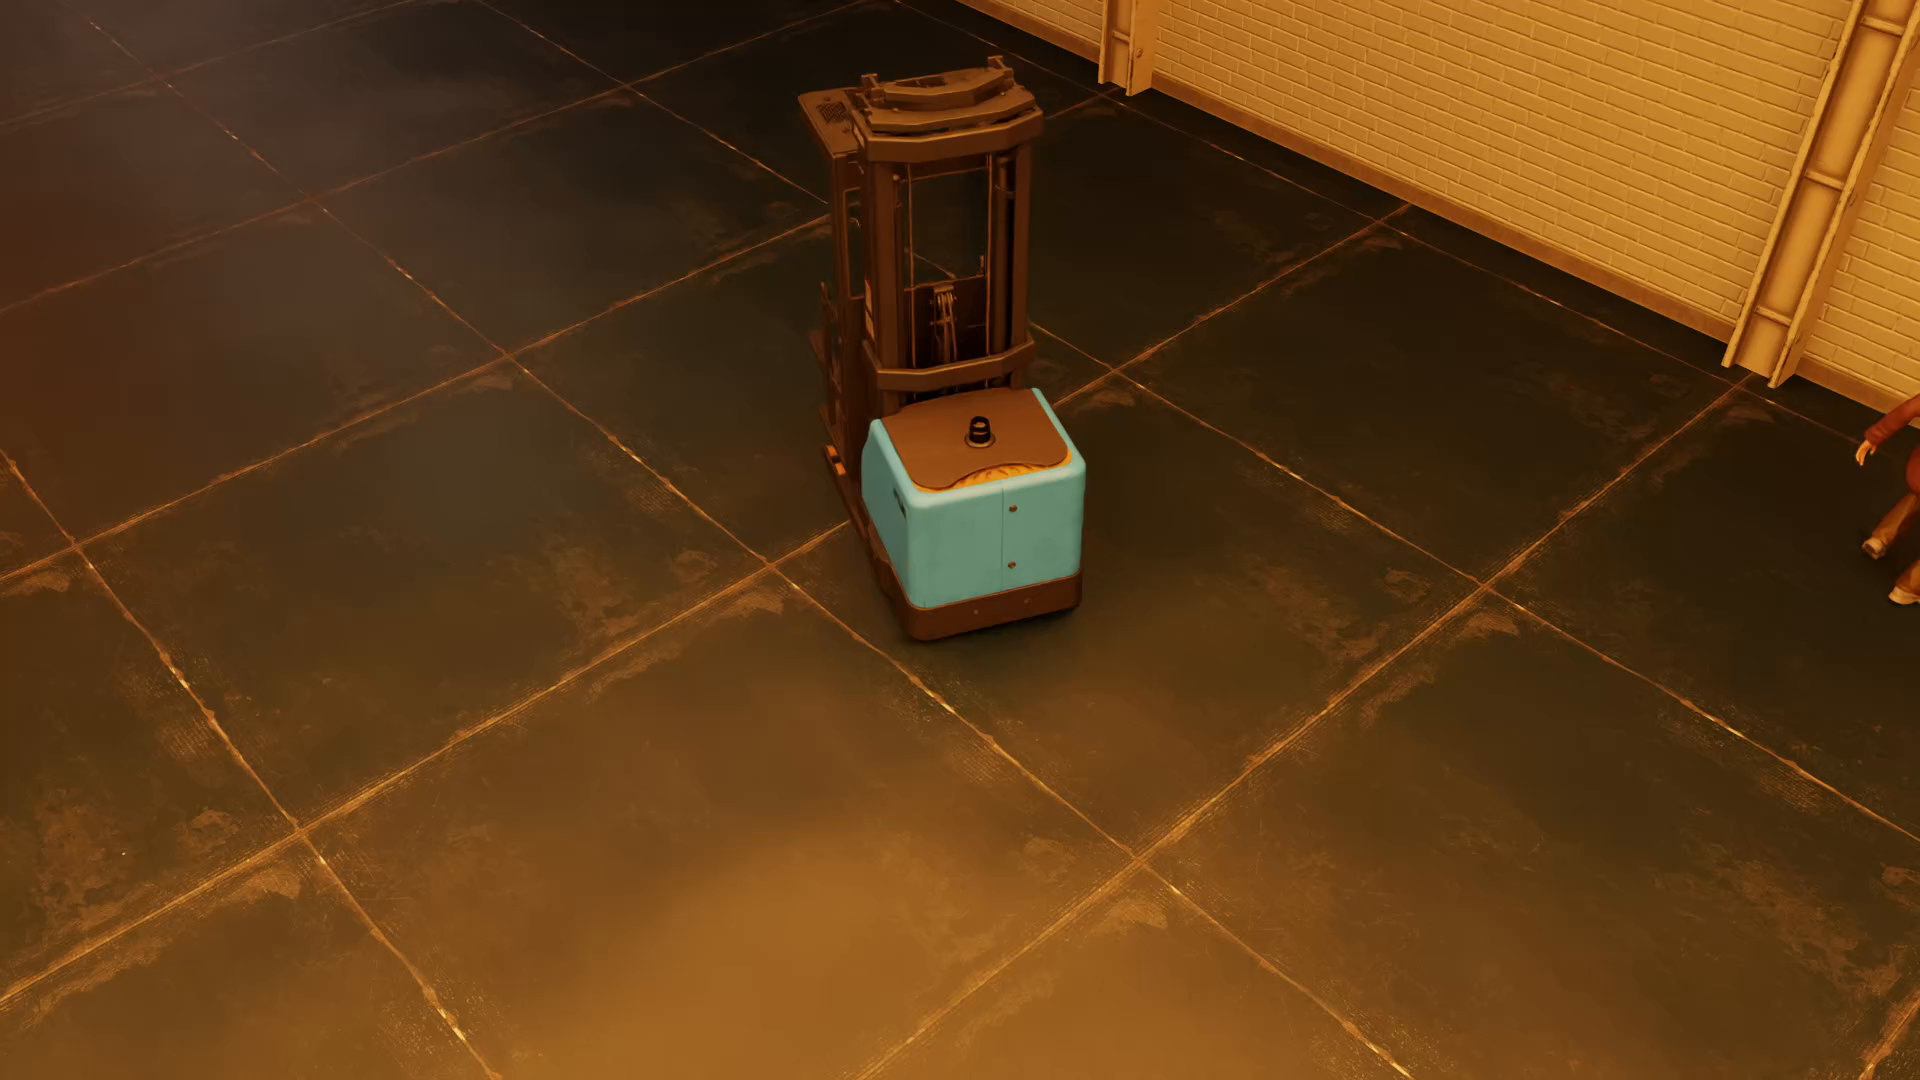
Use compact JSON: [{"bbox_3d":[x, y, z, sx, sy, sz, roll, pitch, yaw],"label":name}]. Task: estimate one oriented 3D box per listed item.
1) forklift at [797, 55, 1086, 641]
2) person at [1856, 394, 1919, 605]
[{"bbox_3d":[-0.248,-1.515,9.664,1.130,2.935,3.031,-12,42,-14],"label":"forklift"},{"bbox_3d":[5.562,-0.373,9.306,0.703,1.695,0.818,-21,45,-22],"label":"person"}]
